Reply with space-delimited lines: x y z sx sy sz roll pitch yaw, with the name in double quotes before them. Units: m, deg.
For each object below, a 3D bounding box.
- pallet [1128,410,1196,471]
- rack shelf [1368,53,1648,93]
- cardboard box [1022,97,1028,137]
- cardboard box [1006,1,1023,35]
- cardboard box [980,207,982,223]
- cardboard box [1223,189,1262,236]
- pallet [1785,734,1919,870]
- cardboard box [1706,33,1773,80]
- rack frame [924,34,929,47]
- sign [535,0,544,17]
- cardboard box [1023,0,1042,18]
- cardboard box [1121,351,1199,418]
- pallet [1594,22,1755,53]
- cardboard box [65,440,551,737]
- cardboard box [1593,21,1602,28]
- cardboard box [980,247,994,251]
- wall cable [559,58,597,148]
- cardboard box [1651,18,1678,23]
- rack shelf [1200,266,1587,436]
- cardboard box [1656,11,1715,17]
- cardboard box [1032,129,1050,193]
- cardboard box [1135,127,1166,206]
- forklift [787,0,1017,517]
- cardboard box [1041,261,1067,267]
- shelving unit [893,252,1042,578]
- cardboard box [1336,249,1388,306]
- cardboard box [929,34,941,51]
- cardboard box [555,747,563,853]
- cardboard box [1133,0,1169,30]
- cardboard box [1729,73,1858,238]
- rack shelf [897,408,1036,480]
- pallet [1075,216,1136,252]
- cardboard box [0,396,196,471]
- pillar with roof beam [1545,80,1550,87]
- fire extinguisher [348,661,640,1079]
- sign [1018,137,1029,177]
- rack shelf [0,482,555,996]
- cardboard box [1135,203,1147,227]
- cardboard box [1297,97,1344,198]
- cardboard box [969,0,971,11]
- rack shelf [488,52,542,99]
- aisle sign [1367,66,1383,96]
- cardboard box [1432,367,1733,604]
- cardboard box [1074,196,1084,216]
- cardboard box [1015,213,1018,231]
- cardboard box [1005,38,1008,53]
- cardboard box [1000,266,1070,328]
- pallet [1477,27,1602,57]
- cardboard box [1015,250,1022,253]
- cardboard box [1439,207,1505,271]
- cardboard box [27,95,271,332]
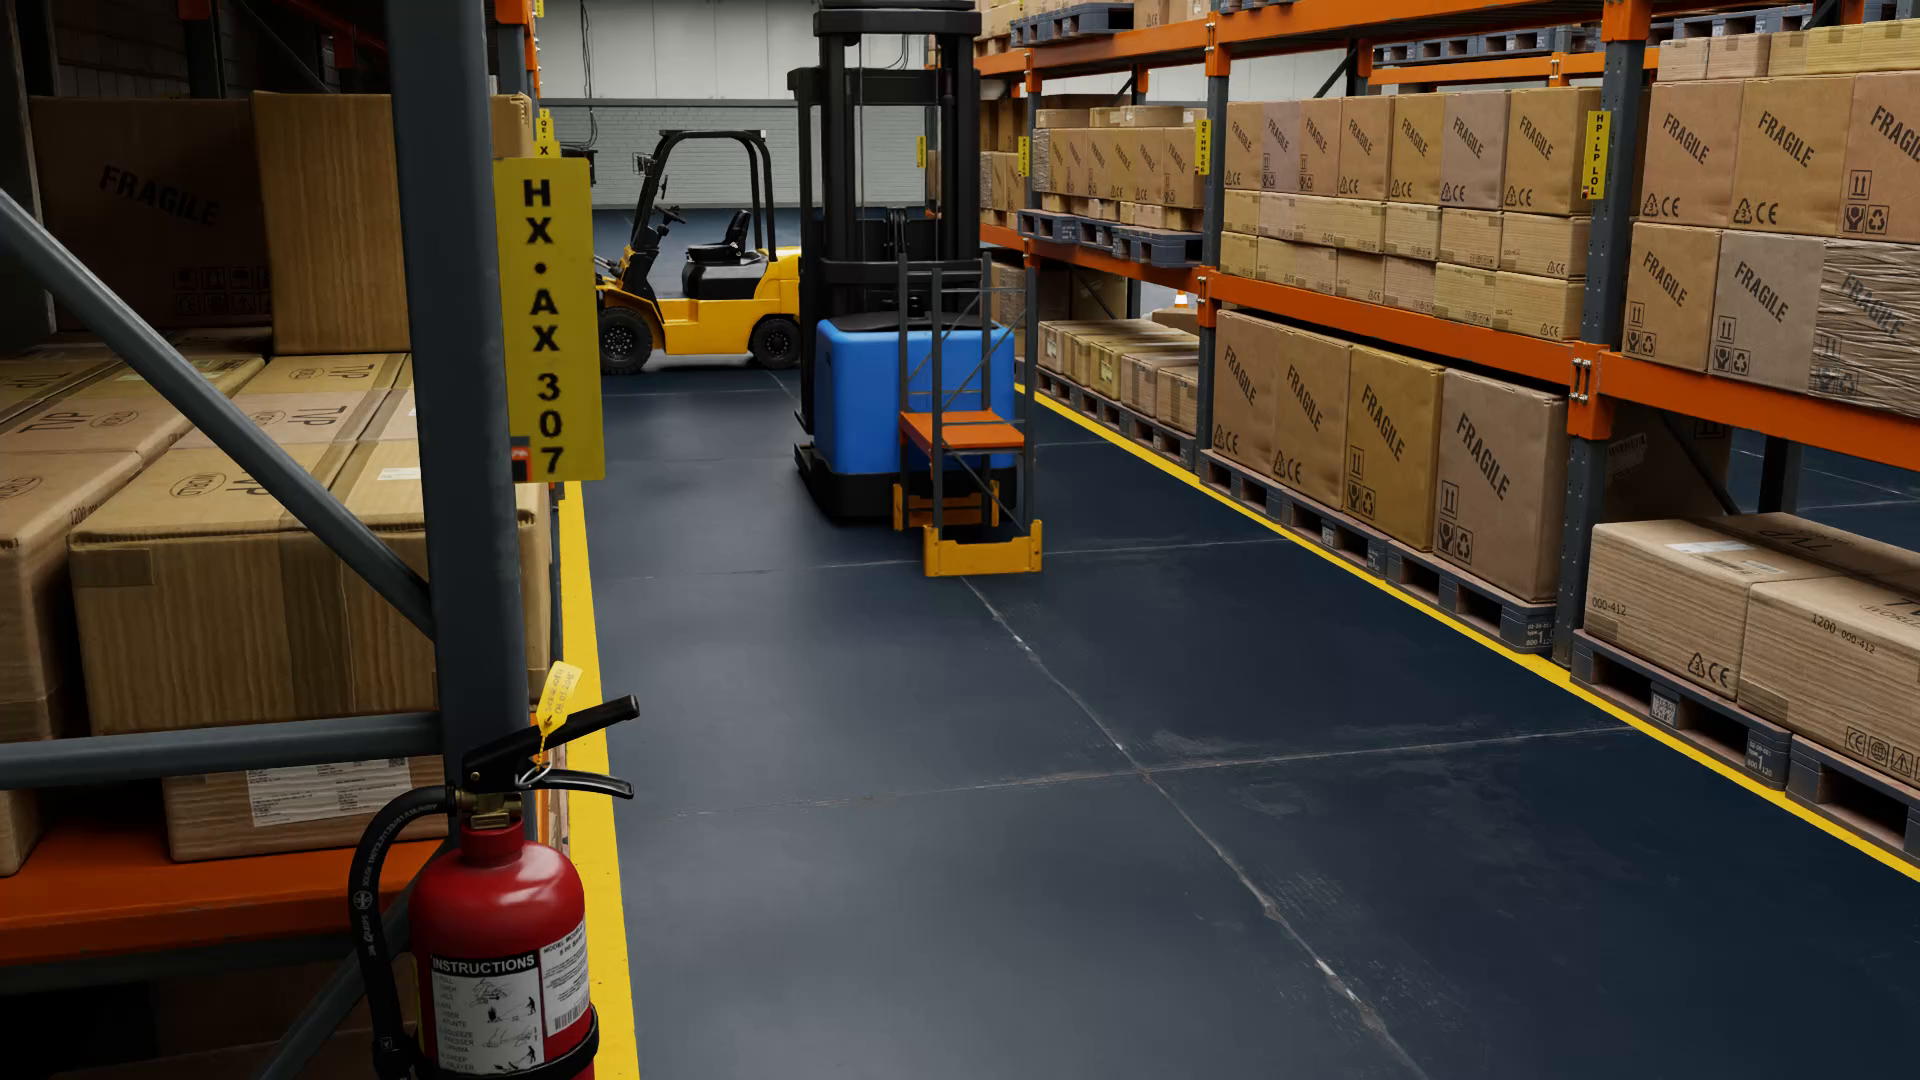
"pallet" 1.819 -0.716 11.414 1.003 0.211 1.213 -3 14 -13
"rack shelf" 5.380 -4.682 16.965 1.077 0.370 4.000 -3 14 -13
"cardboard box" 0.979 -3.842 15.389 0.700 0.500 0.500 -4 14 -14
"cardboard box" 0.696 -4.429 14.106 0.500 0.250 0.500 -3 14 -14
"cardboard box" 0.322 -3.101 15.828 0.380 0.149 0.250 -3 14 -13
"cardboard box" 1.880 -1.930 9.769 0.500 0.250 0.500 -3 14 -14
"pallet" 3.333 0.849 5.009 1.003 0.211 1.213 -3 14 -13
"cardboard box" 2.838 -1.672 5.765 0.380 0.149 0.250 -3 14 -12
"rack frame" 0.122 -6.650 17.187 1.000 3.000 0.127 -3 14 -13
"sign" -4.171 -5.334 16.422 0.100 0.325 0.005 -3 14 -13
"cardboard box" 0.809 -4.244 13.091 0.500 0.250 0.500 -4 14 -15
"cardboard box" 1.697 -1.119 11.838 0.950 0.372 0.625 -4 14 -14
"pallet" 6.113 -4.268 14.159 0.805 0.209 1.217 -4 14 -15
"cardboard box" -0.789 0.041 2.128 0.500 0.250 0.500 -3 14 -13
"cardboard box" 6.095 -4.803 15.380 0.380 0.149 0.250 -4 14 -14
"cardboard box" 0.049 -2.762 17.240 0.500 0.500 0.500 -4 14 -15
"wall cable" -11.866 -12.328 46.968 3.097 2.526 0.112 -3 14 -13
"cardboard box" 6.171 -4.595 14.317 0.500 0.250 0.500 -3 14 -13
"rack shelf" 2.471 -1.080 8.542 1.077 0.370 4.000 -3 14 -13
"cardboard box" 5.926 -4.362 13.576 0.380 0.149 0.250 -3 14 -13
"cardboard box" 0.893 -3.086 13.517 0.500 0.500 0.500 -3 14 -12
"cardboard box" 1.492 -2.496 11.100 0.500 0.500 0.500 -4 14 -14
"forklift" -0.468 -1.852 10.333 1.130 2.935 3.031 -3 14 -11
"cardboard box" 1.049 -2.320 15.431 0.500 0.500 0.500 -3 14 -11
"shelving unit" 0.019 -0.681 8.553 0.587 1.500 1.083 -3 14 -11
"cardboard box" 2.246 -1.338 8.401 0.500 0.250 0.500 -3 14 -13
"cardboard box" -0.018 -5.134 16.990 0.500 0.250 0.500 -4 14 -14
"cardboard box" -1.402 0.658 4.297 0.700 0.500 0.500 -4 14 -15
"cardboard box" 1.615 -3.748 11.411 0.797 0.503 0.637 -3 14 -13
"cardboard box" 2.930 -1.262 5.454 0.500 0.500 0.500 -3 14 -14
"rack shelf" 0.017 -0.508 8.604 0.538 0.185 1.000 -3 14 -11
"pallet" 1.497 -2.252 12.228 1.003 0.211 1.213 -3 14 -13
"cardboard box" -1.430 -0.050 2.499 0.500 0.250 0.500 -3 14 -13
"pillar with roof beam" 13.975 -14.599 49.720 9.100 9.000 0.548 -3 14 -13
"fire extinguisher" -0.460 0.459 1.675 0.296 0.674 0.183 -3 14 -13
"sign" 0.536 -3.202 13.888 0.100 0.325 0.005 -3 14 -13
"rack shelf" -1.414 0.121 3.629 1.077 0.370 4.000 -3 14 -13
"cardboard box" 1.408 -2.207 11.285 0.380 0.149 0.250 -4 14 -16
"cardboard box" 2.112 -2.063 8.735 0.500 0.500 0.500 -3 14 -12
"cardboard box" 0.201 -5.068 15.880 0.380 0.149 0.250 -3 14 -12
"rack shelf" -4.232 -4.105 14.604 1.077 0.370 4.000 -3 14 -13
"aisle sign" 4.602 -5.298 18.814 0.394 0.787 0.004 -3 14 -13
"cardboard box" 2.717 -0.278 7.338 0.875 0.875 0.875 -3 14 -11
"cardboard box" 1.095 -2.569 12.768 0.380 0.149 0.250 -3 14 -12
"cardboard box" 0.690 -2.748 14.386 0.380 0.149 0.250 -3 14 -14
"cardboard box" 0.620 -4.386 14.769 0.380 0.149 0.250 -4 14 -15
"cardboard box" 0.662 -2.167 14.807 0.500 0.500 0.500 -3 14 -14
"pallet" 5.668 -4.716 15.776 1.003 0.211 1.213 -3 14 -13
"cardboard box" 0.772 -2.974 16.743 0.380 0.149 0.250 -3 14 -12
"cardboard box" 2.476 -1.341 7.358 0.500 0.250 0.500 -3 14 -12
"cardboard box" -1.792 -0.768 3.859 0.500 0.500 0.500 -4 14 -15
